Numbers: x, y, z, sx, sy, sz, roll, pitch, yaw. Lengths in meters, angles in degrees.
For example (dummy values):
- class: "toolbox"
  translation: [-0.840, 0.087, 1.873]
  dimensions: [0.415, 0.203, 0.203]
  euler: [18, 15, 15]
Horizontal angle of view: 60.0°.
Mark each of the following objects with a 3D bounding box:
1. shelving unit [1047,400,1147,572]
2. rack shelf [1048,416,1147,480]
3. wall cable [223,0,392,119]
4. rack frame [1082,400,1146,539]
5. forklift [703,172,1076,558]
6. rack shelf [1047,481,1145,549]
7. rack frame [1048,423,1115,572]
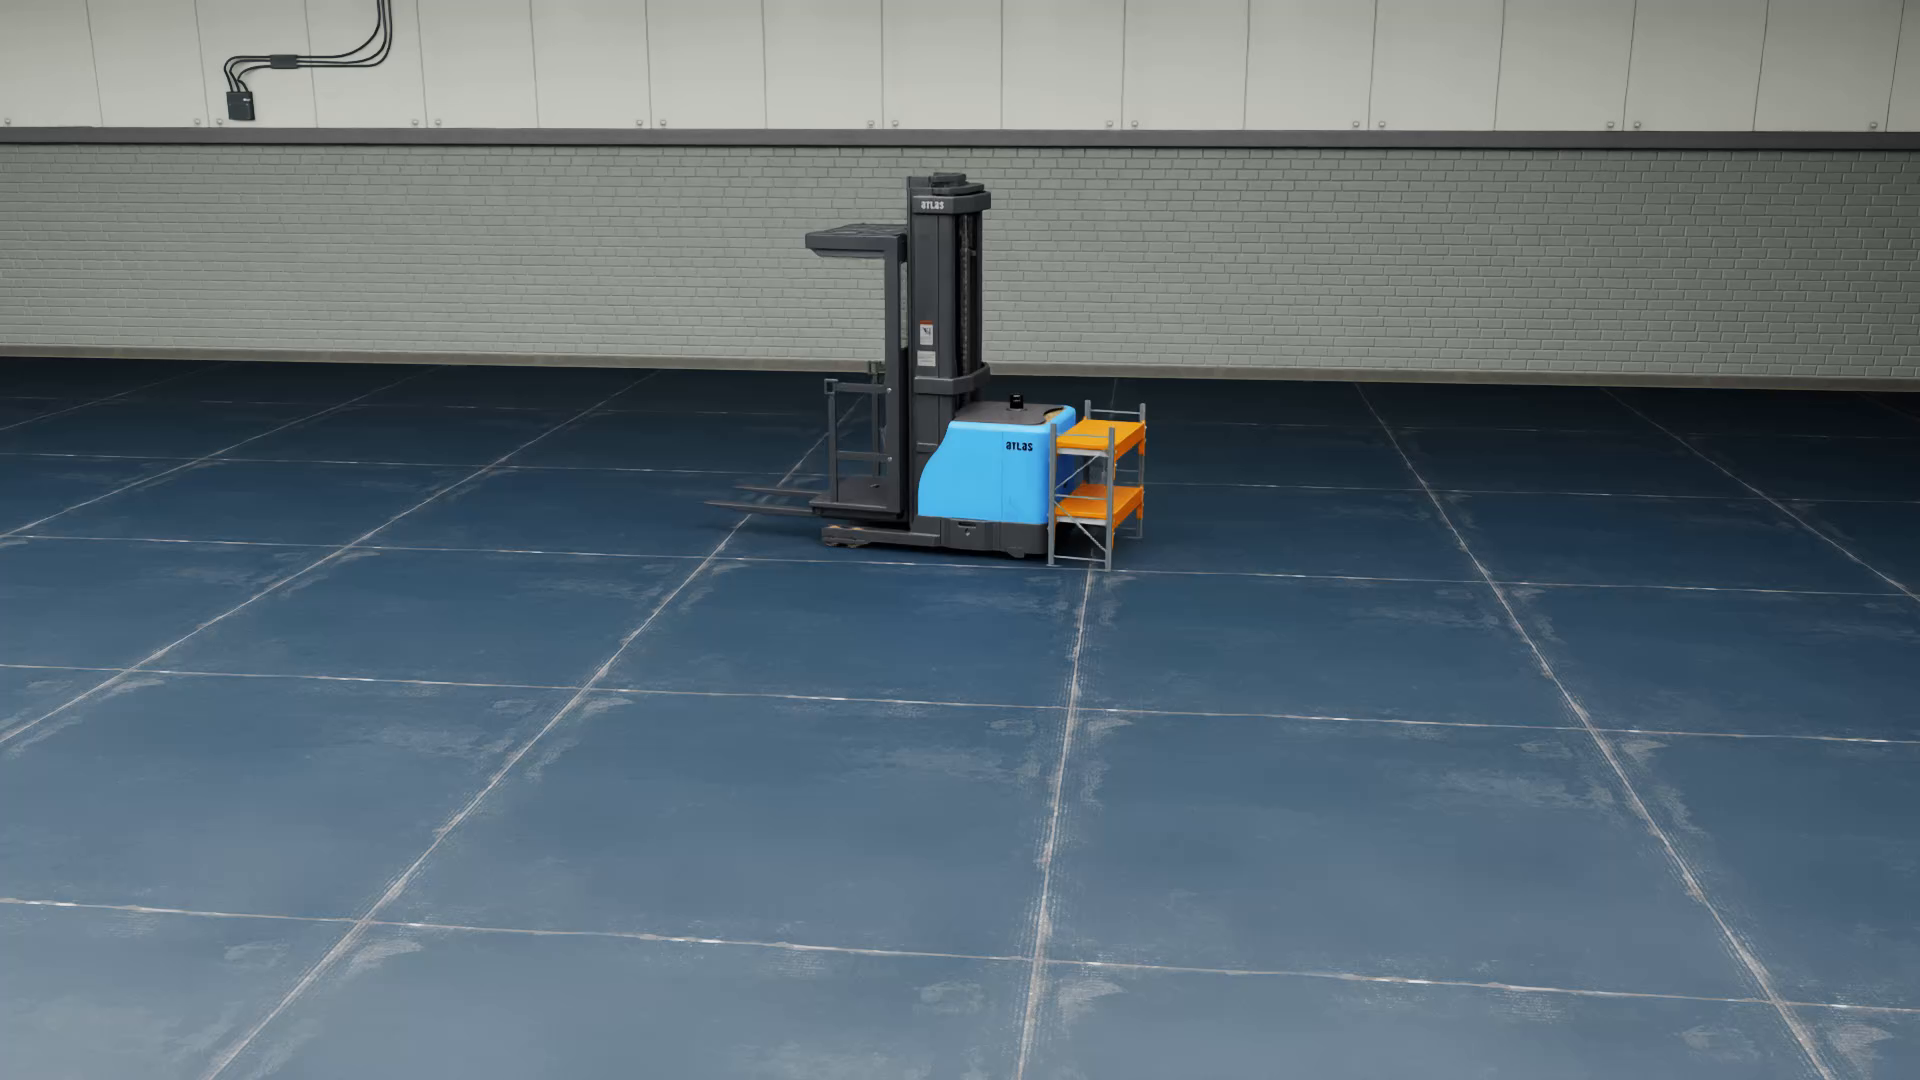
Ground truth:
- class: "shelving unit"
  translation: [1.092, -0.449, 13.166]
  dimensions: [0.538, 1.125, 1.048]
  euler: [5, 16, 19]
- class: "rack shelf"
  translation: [1.092, -0.731, 13.090]
  dimensions: [0.538, 0.278, 1.000]
  euler: [5, 16, 19]
- class: "wall cable"
  translation: [-8.427, -8.383, 20.909]
  dimensions: [2.305, 6.003, 0.169]
  euler: [2, 15, 6]
- class: "rack frame"
  translation: [1.260, -0.574, 13.629]
  dimensions: [0.500, 1.125, 0.032]
  euler: [5, 16, 19]
- class: "forklift"
  translation: [-0.614, -1.476, 13.504]
  dimensions: [3.031, 2.935, 1.130]
  euler: [5, 16, 17]
- class: "rack shelf"
  translation: [1.092, -0.213, 13.230]
  dimensions: [0.538, 0.278, 1.000]
  euler: [5, 16, 19]
- class: "rack frame"
  translation: [0.925, -0.323, 12.703]
  dimensions: [0.500, 1.125, 0.032]
  euler: [5, 16, 19]
